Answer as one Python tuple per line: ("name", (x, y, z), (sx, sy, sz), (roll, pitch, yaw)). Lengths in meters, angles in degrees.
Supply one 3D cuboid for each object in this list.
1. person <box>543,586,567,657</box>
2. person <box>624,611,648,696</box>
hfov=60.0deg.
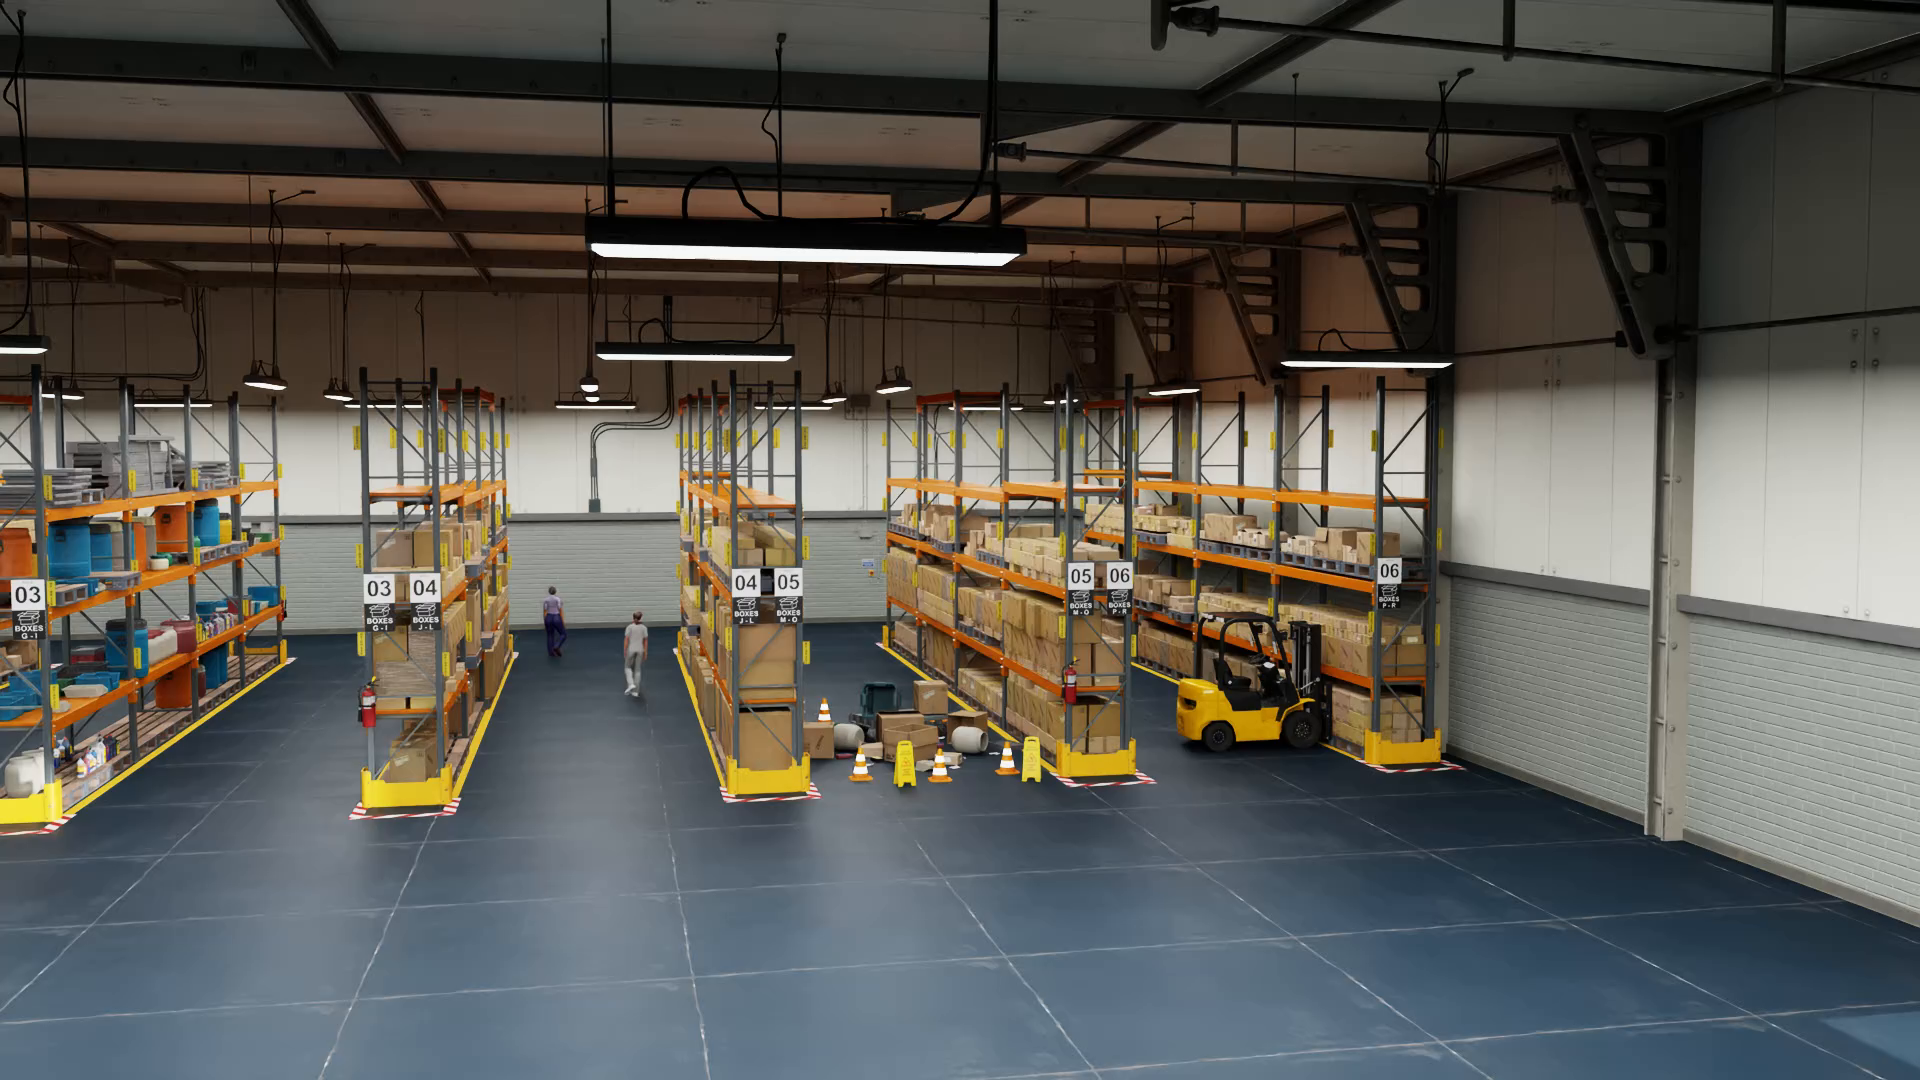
("person", (-9.384, 1.892, 38.374), (0.502, 1.652, 0.482), (1, 3, 13))
("person", (-6.339, 2.221, 32.551), (0.481, 1.671, 0.463), (-1, 3, -13))
